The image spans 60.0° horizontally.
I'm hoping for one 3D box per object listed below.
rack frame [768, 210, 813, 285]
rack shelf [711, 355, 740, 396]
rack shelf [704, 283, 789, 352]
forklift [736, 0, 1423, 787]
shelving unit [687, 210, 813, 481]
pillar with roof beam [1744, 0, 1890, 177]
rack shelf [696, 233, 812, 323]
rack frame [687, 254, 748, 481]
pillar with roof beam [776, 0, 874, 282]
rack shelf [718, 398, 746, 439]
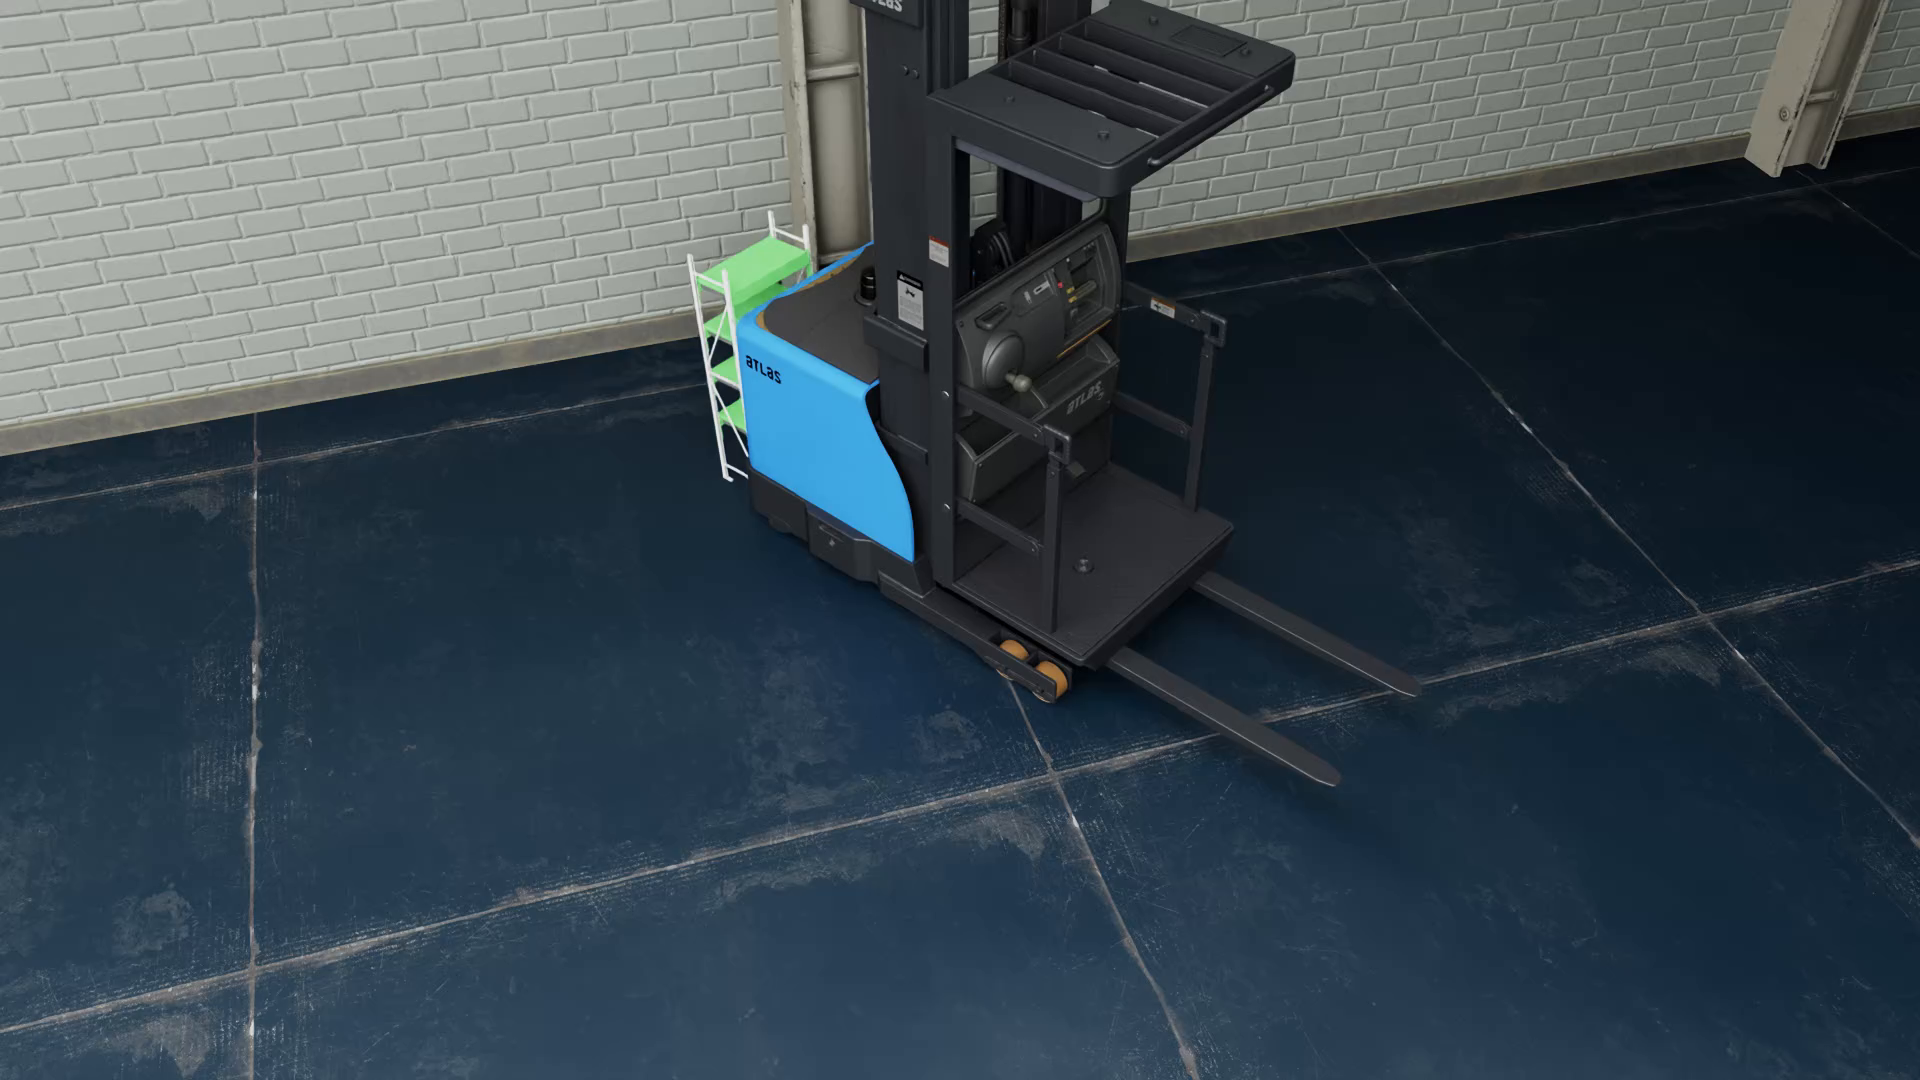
[{"bbox_3d":[-0.742,-0.966,7.783,0.240,1.200,0.015,27,48,32],"label":"rack frame"},{"bbox_3d":[-0.898,-0.795,7.683,0.258,0.148,0.480,27,48,32],"label":"rack shelf"},{"bbox_3d":[-0.908,-0.981,7.532,0.258,0.148,0.480,27,48,32],"label":"rack shelf"},{"bbox_3d":[0.475,-0.833,6.325,3.031,2.935,1.130,30,49,30],"label":"forklift"},{"bbox_3d":[-0.901,-0.844,7.643,0.258,1.200,0.503,27,48,32],"label":"shelving unit"},{"bbox_3d":[6.385,-3.031,4.229,0.400,9.000,9.100,-12,42,-13],"label":"pillar with roof beam"},{"bbox_3d":[-0.918,-1.167,7.381,0.258,0.148,0.480,27,48,32],"label":"rack shelf"},{"bbox_3d":[-1.059,-0.722,7.503,0.240,1.200,0.015,27,48,32],"label":"rack frame"},{"bbox_3d":[0.662,-1.845,2.872,0.400,9.000,9.100,-12,42,-13],"label":"pillar with roof beam"},{"bbox_3d":[-0.888,-0.608,7.834,0.258,0.148,0.480,27,48,32],"label":"rack shelf"}]
